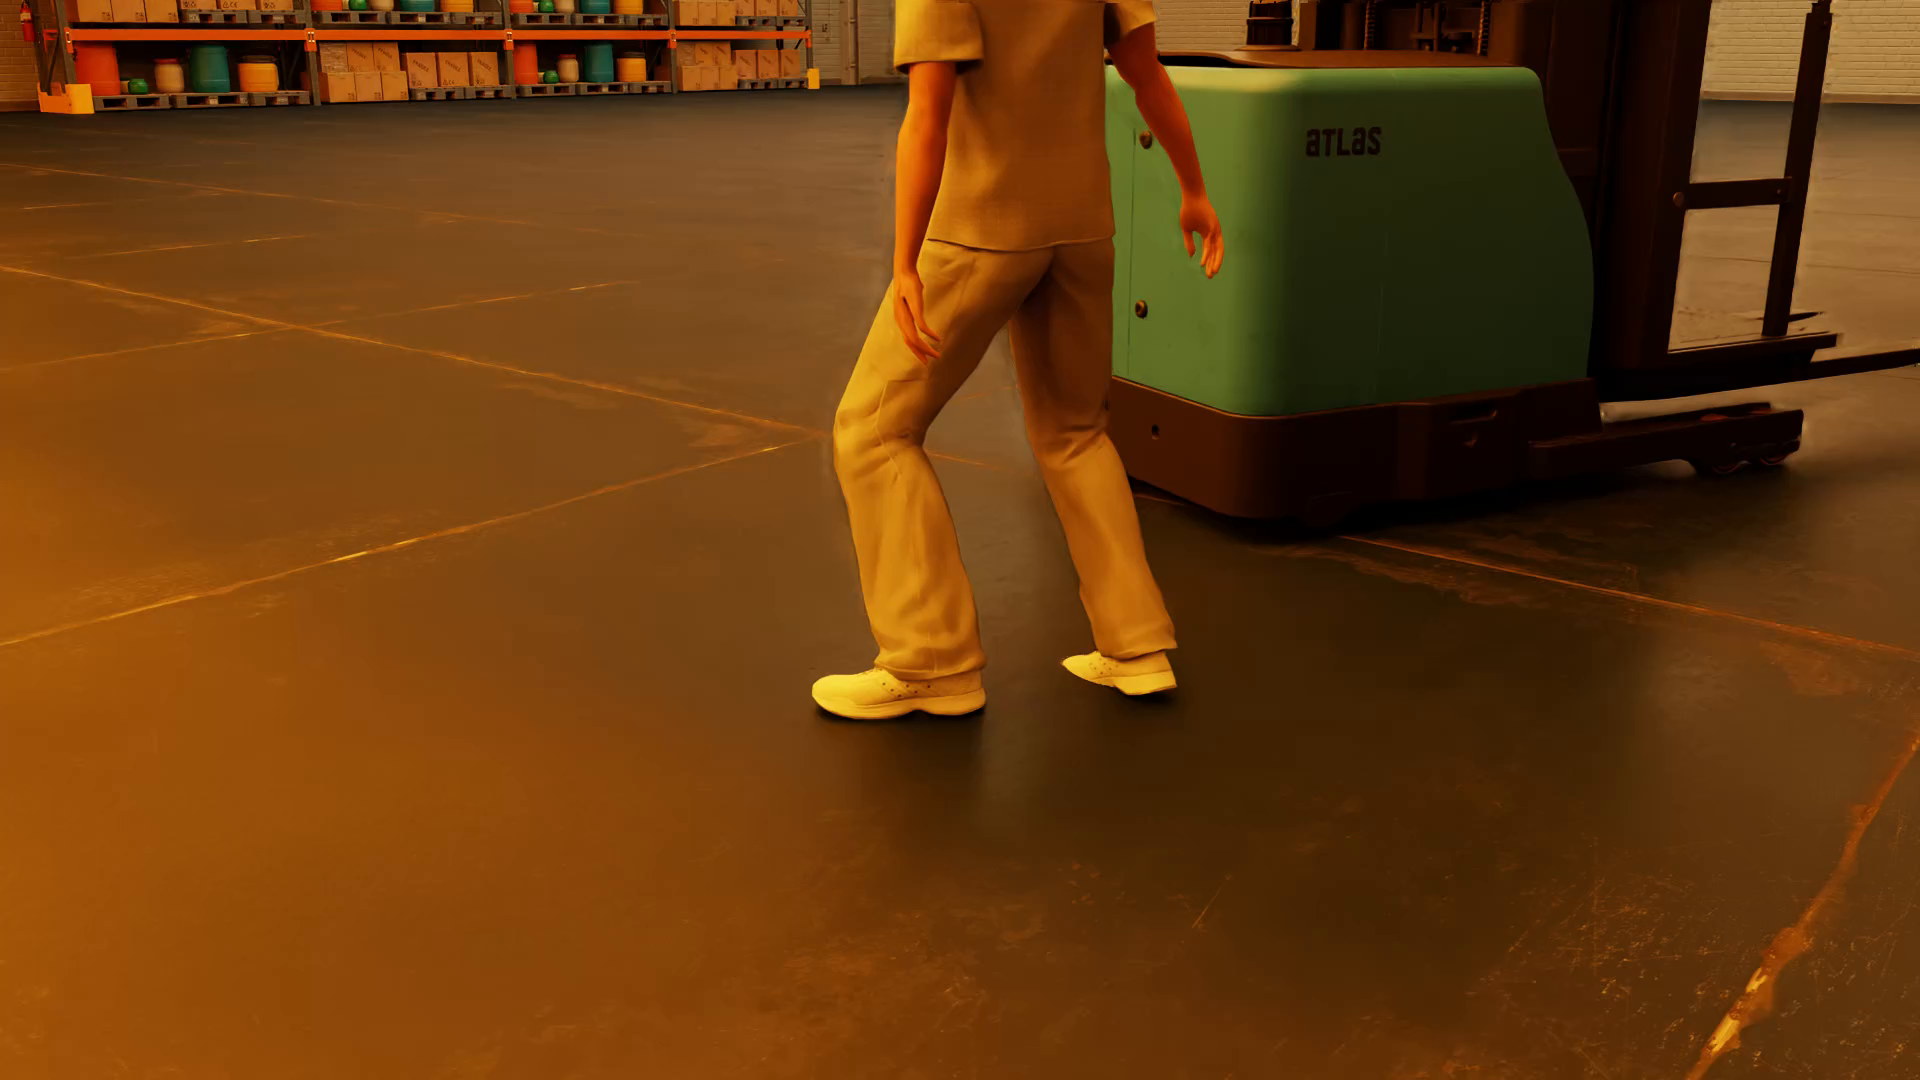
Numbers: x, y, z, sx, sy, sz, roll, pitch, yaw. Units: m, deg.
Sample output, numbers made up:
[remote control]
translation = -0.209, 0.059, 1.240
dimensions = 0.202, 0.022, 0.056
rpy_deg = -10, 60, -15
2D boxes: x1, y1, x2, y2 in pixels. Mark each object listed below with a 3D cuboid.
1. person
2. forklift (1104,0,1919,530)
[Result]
[person]
translation = 0.129, -0.483, 2.849
dimensions = 0.801, 1.646, 0.463
rpy_deg = -11, 20, -32
[forklift]
translation = 1.760, -1.708, 4.521
dimensions = 3.031, 2.935, 1.130
rpy_deg = -8, 19, -26
